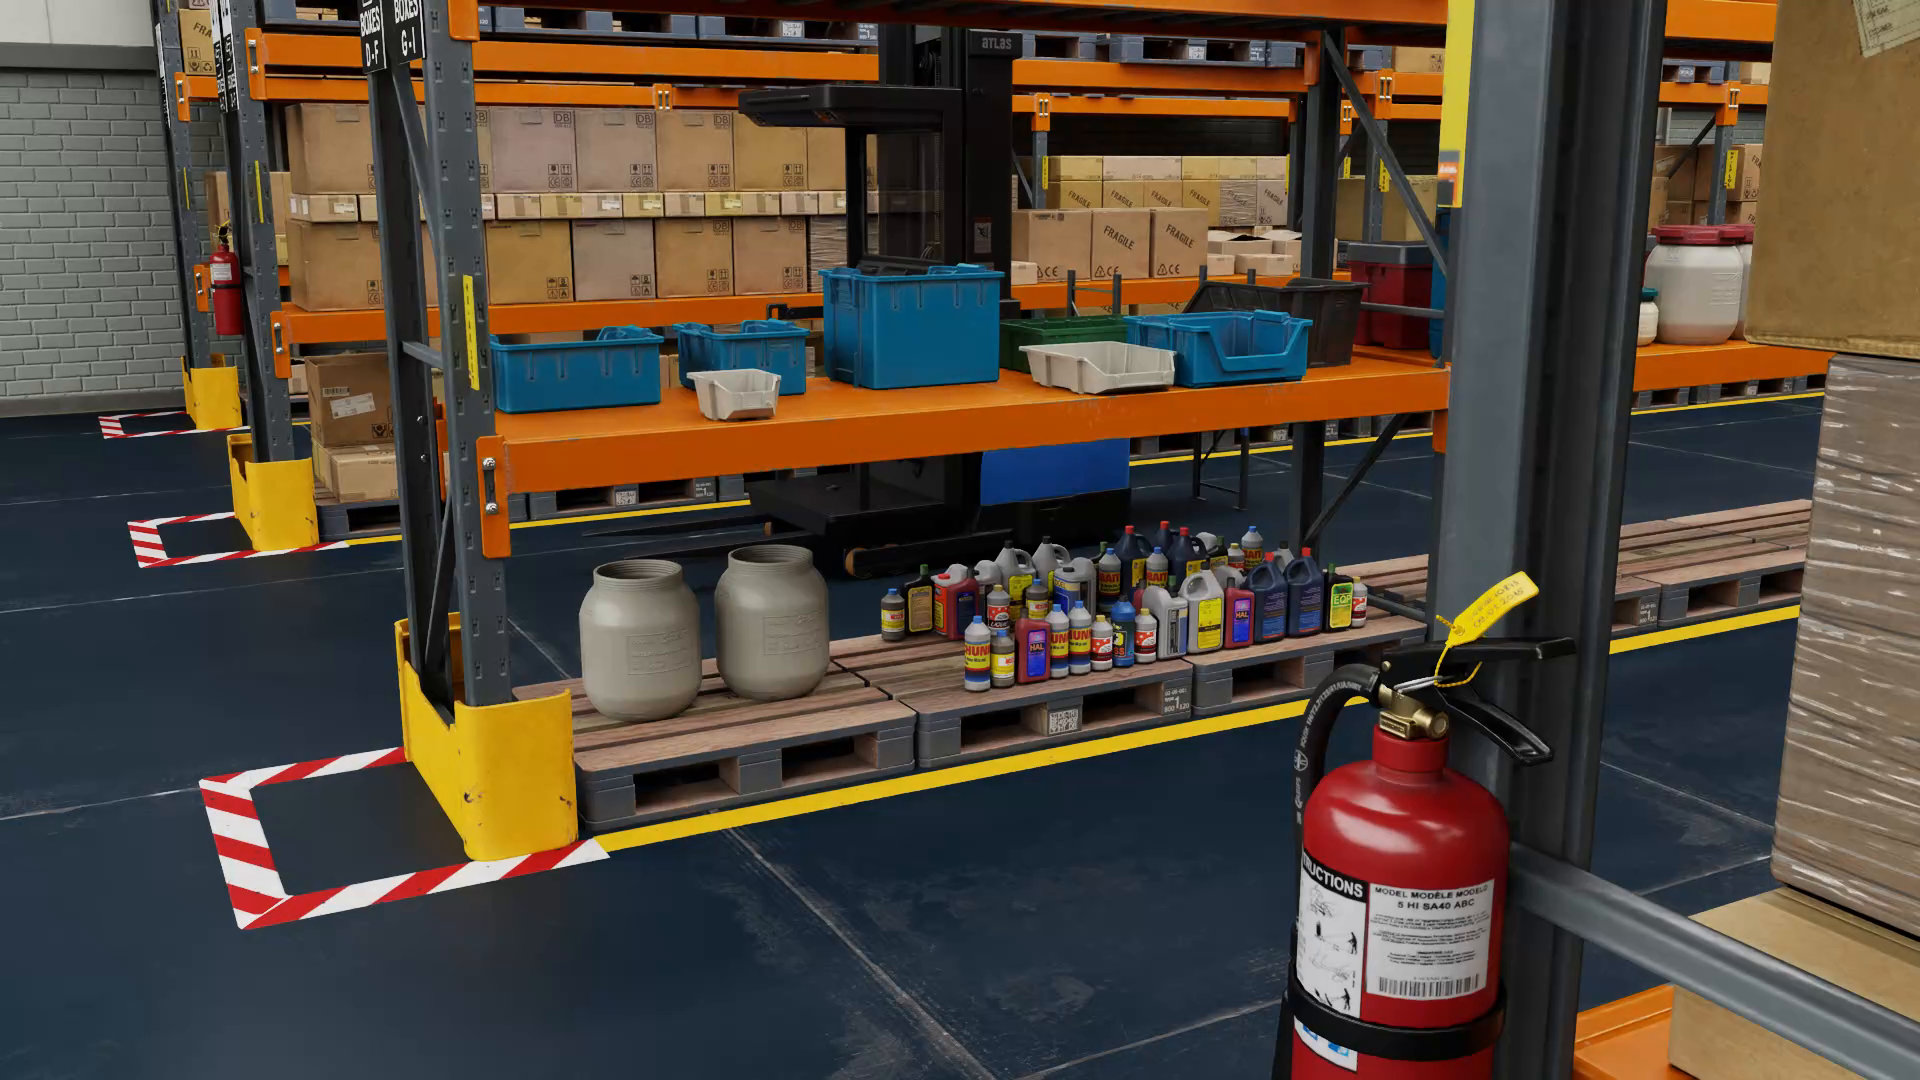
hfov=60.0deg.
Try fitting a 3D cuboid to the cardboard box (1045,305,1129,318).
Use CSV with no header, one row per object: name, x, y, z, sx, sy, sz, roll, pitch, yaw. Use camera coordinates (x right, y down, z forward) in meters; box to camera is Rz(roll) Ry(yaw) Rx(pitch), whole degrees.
cardboard box,1.307,-2.531,17.964,0.750,0.750,0.750,-7,14,-29

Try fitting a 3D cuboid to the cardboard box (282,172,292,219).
cardboard box,-5.421,-2.826,13.923,0.500,0.500,0.500,-7,14,-28

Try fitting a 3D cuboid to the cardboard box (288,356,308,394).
cardboard box,-5.772,-1.440,14.296,0.500,0.311,0.500,-9,15,-34

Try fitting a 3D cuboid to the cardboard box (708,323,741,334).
cardboard box,-2.274,-1.978,16.257,0.500,0.500,0.700,-6,14,-26

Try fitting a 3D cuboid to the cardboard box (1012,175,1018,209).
cardboard box,0.191,-3.535,17.255,0.500,0.500,0.700,-9,15,-34

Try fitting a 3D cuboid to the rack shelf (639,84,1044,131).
rack shelf,-1.156,-4.225,16.357,4.000,0.370,1.077,-7,14,-28

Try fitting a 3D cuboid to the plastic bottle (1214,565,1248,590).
plastic bottle,1.146,0.239,6.917,0.135,0.276,0.152,-7,14,-28

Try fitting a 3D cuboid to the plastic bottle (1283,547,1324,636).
plastic bottle,1.408,0.208,6.884,0.185,0.351,0.144,-7,15,-29

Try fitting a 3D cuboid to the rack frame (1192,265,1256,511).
rack frame,1.654,-0.960,10.460,0.032,1.500,0.500,-8,15,-31

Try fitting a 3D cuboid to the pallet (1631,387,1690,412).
pallet,5.791,-1.336,15.066,1.213,0.211,1.003,-7,14,-28

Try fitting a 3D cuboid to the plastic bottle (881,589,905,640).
plastic bottle,-0.274,0.301,6.812,0.097,0.201,0.097,0,13,0

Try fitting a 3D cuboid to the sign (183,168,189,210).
sign,-6.163,-2.799,13.243,0.005,0.325,0.100,-7,14,-28

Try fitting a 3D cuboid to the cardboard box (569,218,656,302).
cardboard box,-2.273,-1.786,10.485,0.500,0.500,0.700,-6,14,-26

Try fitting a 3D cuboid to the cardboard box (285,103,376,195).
cardboard box,-3.584,-2.261,9.641,0.500,0.500,0.700,-7,14,-28

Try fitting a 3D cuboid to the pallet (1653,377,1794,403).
pallet,7.090,-1.501,15.798,1.213,0.211,1.003,-7,14,-28

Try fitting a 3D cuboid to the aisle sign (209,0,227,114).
aisle sign,-4.244,-2.845,9.498,0.004,0.787,0.394,-7,14,-28

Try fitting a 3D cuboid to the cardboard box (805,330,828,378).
cardboard box,-1.092,-1.189,11.657,0.500,0.500,0.500,-7,14,-28

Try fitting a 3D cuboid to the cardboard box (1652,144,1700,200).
cardboard box,6.807,-3.429,15.509,0.500,0.500,0.500,-7,14,-28

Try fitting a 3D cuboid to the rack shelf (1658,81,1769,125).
rack shelf,8.242,-4.112,15.857,4.000,0.370,1.077,-7,14,-28

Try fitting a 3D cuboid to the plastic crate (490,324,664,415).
plastic crate,-1.380,-0.610,5.826,0.616,0.251,0.499,-7,14,-28

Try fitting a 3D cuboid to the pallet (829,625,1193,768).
pallet,0.153,0.559,6.643,1.213,0.211,1.003,-7,14,-28

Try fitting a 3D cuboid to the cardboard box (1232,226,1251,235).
cardboard box,3.040,-3.439,18.585,0.250,0.149,0.380,-7,14,-28

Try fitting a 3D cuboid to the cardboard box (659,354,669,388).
cardboard box,-2.151,-0.927,10.495,0.500,0.500,0.500,-7,14,-28

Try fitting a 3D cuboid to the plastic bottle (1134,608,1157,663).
plastic bottle,0.721,0.369,6.508,0.097,0.201,0.097,0,13,0

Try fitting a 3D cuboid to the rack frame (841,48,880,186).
rack frame,-0.535,-1.948,11.432,0.127,3.000,1.000,-7,14,-28

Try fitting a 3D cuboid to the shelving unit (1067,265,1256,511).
shelving unit,1.221,-0.902,10.201,1.048,1.500,0.538,-8,15,-31

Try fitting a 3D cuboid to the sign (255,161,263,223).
sign,-3.785,-1.880,8.981,0.005,0.325,0.100,-7,14,-28

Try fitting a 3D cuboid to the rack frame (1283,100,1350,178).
rack frame,4.110,-3.744,19.412,0.127,3.000,1.000,-7,14,-28

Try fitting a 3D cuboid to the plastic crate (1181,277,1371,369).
plastic crate,1.315,-0.932,7.060,0.504,0.338,0.767,-7,14,-28

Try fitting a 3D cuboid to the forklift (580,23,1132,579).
forklift,-0.536,-1.358,8.967,3.031,2.935,1.130,-8,15,-31

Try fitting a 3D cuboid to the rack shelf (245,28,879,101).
rack shelf,-2.291,-2.850,10.247,4.000,0.370,1.077,-7,14,-28

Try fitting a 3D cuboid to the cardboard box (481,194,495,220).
cardboard box,-2.926,-1.972,9.837,0.250,0.149,0.380,-7,14,-29

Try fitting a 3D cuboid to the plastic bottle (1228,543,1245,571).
plastic bottle,1.256,0.117,7.627,0.097,0.201,0.097,0,13,0

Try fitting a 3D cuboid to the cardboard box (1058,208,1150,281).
cardboard box,1.049,-2.182,12.247,0.500,0.500,0.500,-7,14,-28

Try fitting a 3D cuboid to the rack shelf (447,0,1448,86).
rack shelf,0.080,-1.895,6.004,4.000,0.370,1.077,-7,14,-28

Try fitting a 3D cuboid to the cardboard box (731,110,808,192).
cardboard box,-1.364,-2.528,10.829,0.500,0.500,0.700,-7,14,-28

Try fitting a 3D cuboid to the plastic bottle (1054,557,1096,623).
plastic bottle,0.482,0.217,7.016,0.135,0.276,0.152,-7,14,-28

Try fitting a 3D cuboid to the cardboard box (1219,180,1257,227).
cardboard box,2.938,-3.743,18.460,0.500,0.500,0.500,-7,14,-28

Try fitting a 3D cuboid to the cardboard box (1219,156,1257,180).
cardboard box,2.921,-4.109,18.377,0.500,0.250,0.500,-7,14,-27

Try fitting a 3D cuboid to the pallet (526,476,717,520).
pallet,-2.325,-0.383,10.828,1.213,0.211,1.003,-7,14,-28

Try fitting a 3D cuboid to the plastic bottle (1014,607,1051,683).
plastic bottle,0.272,0.388,6.240,0.133,0.283,0.061,-7,14,-27

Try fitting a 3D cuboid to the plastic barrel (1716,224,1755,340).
plastic barrel,3.804,-1.240,7.979,0.433,0.535,0.433,0,13,0

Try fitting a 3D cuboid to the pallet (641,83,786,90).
pallet,-2.319,-4.318,15.561,1.003,0.211,1.213,-7,14,-28

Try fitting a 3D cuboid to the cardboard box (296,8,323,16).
cardboard box,-5.504,-4.528,13.514,0.500,0.500,0.500,-7,14,-29

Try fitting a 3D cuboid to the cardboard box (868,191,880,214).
cardboard box,-0.671,-2.243,11.040,0.250,0.149,0.380,-7,14,-28

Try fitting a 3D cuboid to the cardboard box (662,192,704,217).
cardboard box,-1.786,-2.110,10.447,0.250,0.149,0.380,-6,14,-26

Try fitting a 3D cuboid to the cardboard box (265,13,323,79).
cardboard box,-5.521,-4.040,13.623,0.500,0.500,0.500,-6,14,-24

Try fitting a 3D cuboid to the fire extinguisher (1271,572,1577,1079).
fire extinguisher,0.376,0.343,1.427,0.183,0.674,0.296,-7,14,-28

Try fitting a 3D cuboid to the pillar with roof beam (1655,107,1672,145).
pillar with roof beam,11.639,-6.712,18.940,0.400,9.000,9.100,-7,14,-28

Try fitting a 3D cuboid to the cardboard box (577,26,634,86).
cardboard box,-3.239,-4.323,14.881,0.500,0.500,0.500,-6,14,-26

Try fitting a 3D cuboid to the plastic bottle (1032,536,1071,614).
plastic bottle,0.389,0.154,7.123,0.185,0.351,0.144,-7,14,-28
